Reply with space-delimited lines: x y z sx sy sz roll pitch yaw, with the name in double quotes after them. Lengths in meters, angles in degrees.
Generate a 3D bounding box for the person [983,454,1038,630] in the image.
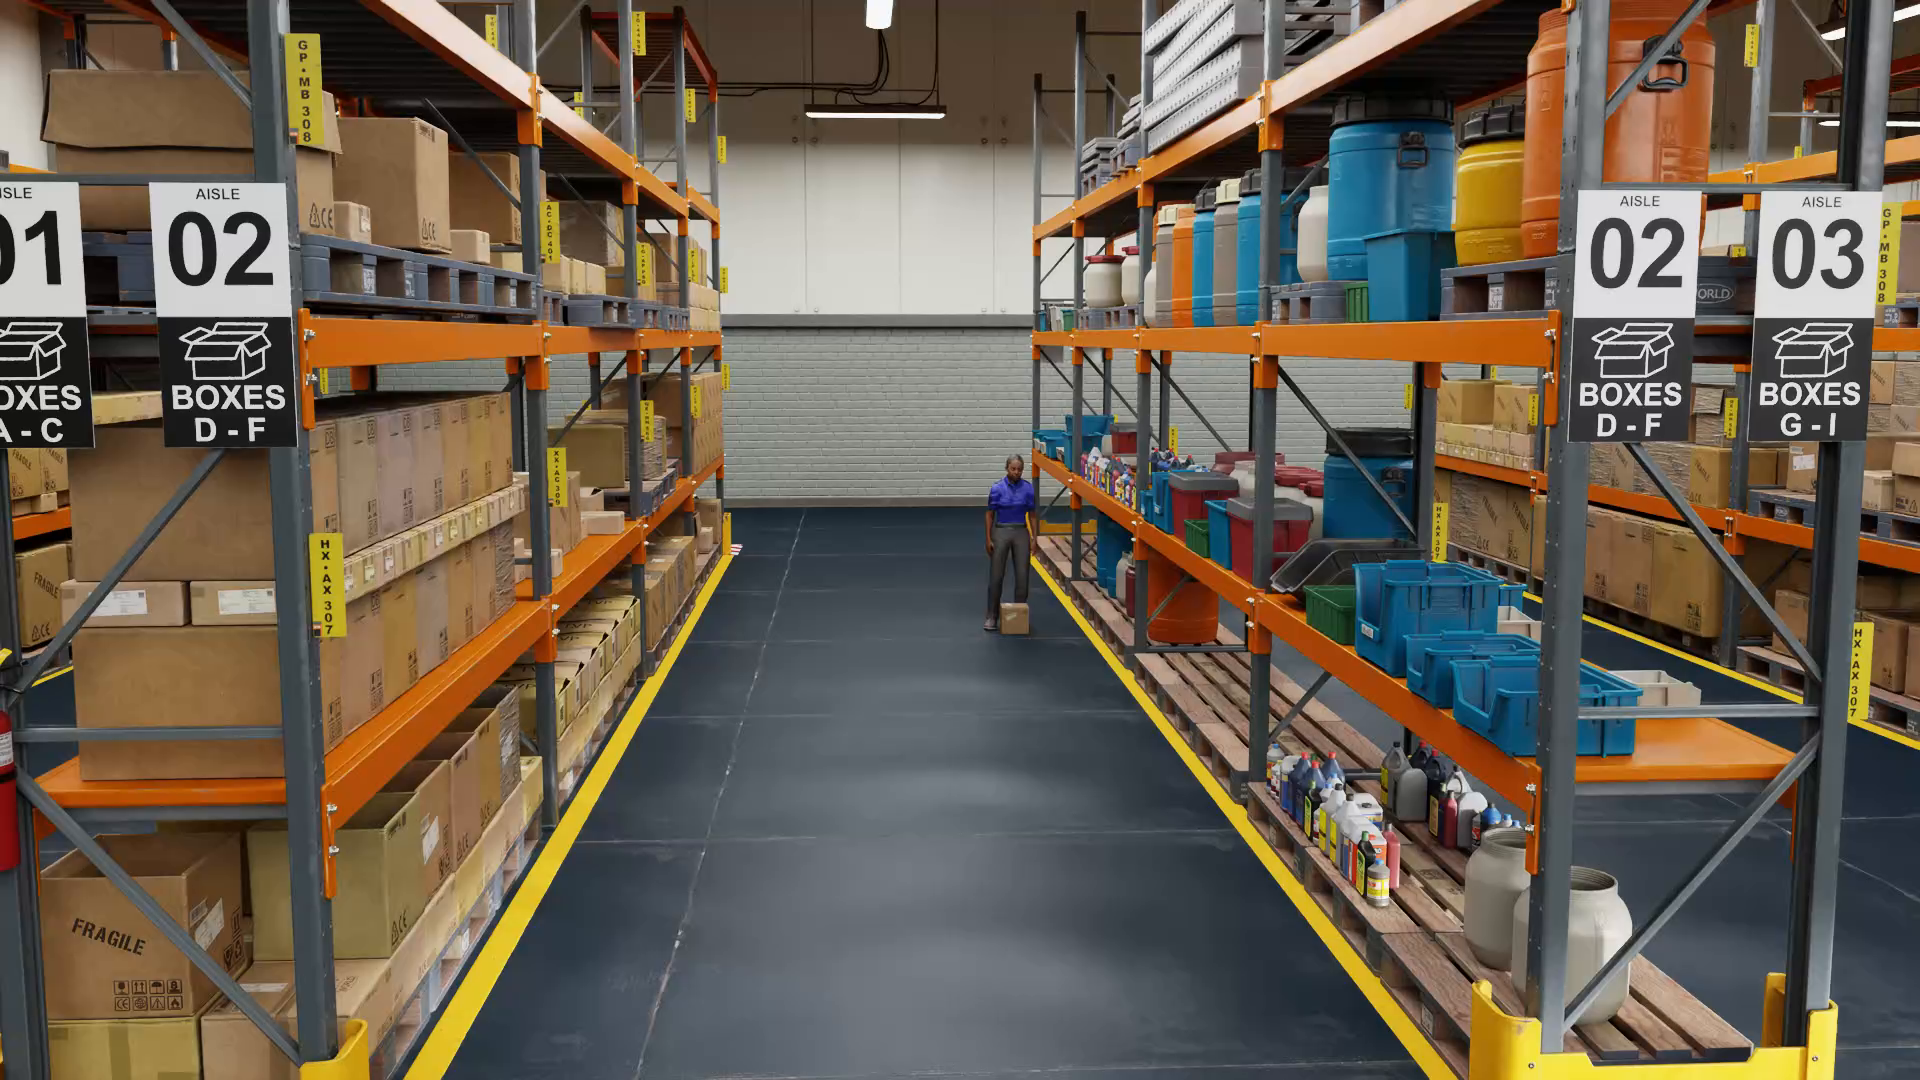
0.474 0.010 15.686 0.533 1.656 0.346 -1 7 -7 "person"
